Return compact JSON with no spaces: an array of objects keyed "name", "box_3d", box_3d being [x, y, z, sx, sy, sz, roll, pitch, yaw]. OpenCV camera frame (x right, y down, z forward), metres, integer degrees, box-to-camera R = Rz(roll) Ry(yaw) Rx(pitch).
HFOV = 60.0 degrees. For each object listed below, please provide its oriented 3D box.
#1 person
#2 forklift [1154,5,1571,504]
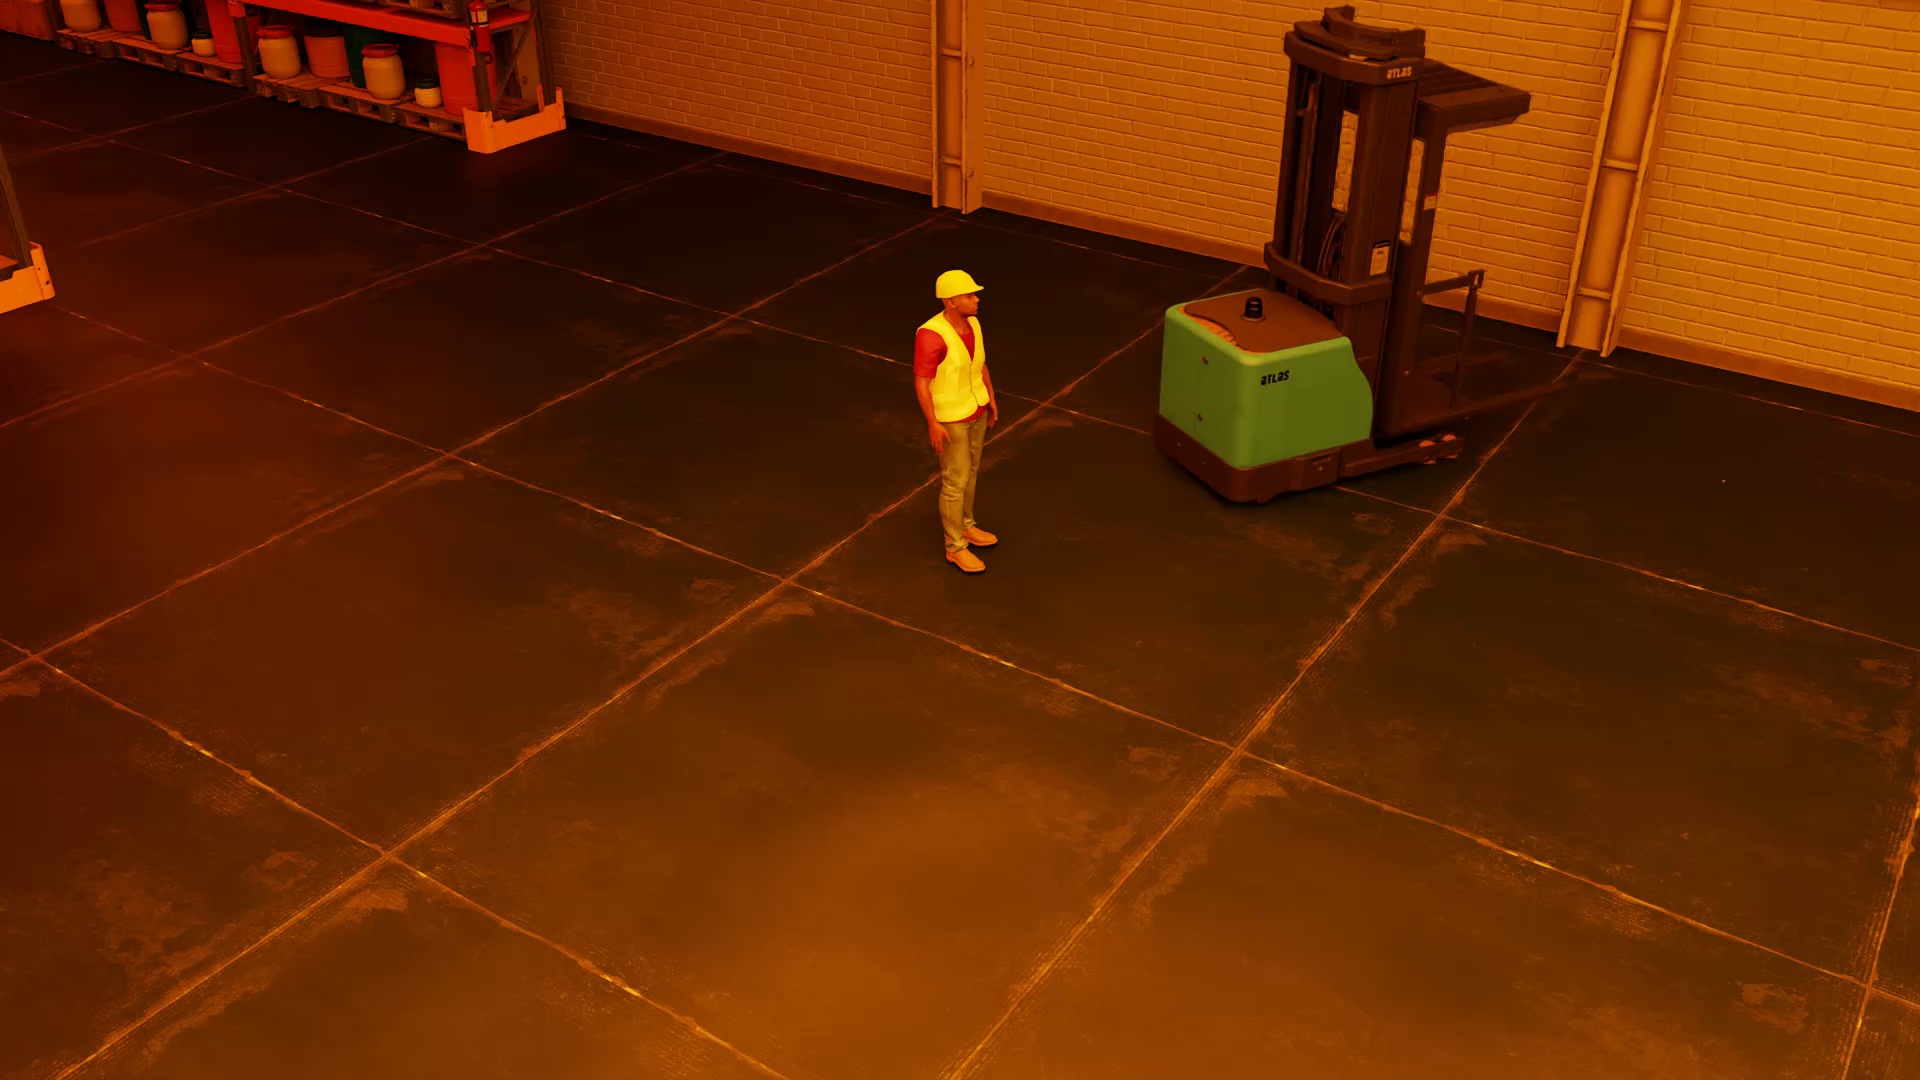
[{"name":"person","box_3d":[0.054,-0.748,10.015,0.577,1.765,0.666,19,35,29]},{"name":"forklift","box_3d":[2.901,-2.004,11.033,3.031,2.935,1.130,-14,33,-22]}]
